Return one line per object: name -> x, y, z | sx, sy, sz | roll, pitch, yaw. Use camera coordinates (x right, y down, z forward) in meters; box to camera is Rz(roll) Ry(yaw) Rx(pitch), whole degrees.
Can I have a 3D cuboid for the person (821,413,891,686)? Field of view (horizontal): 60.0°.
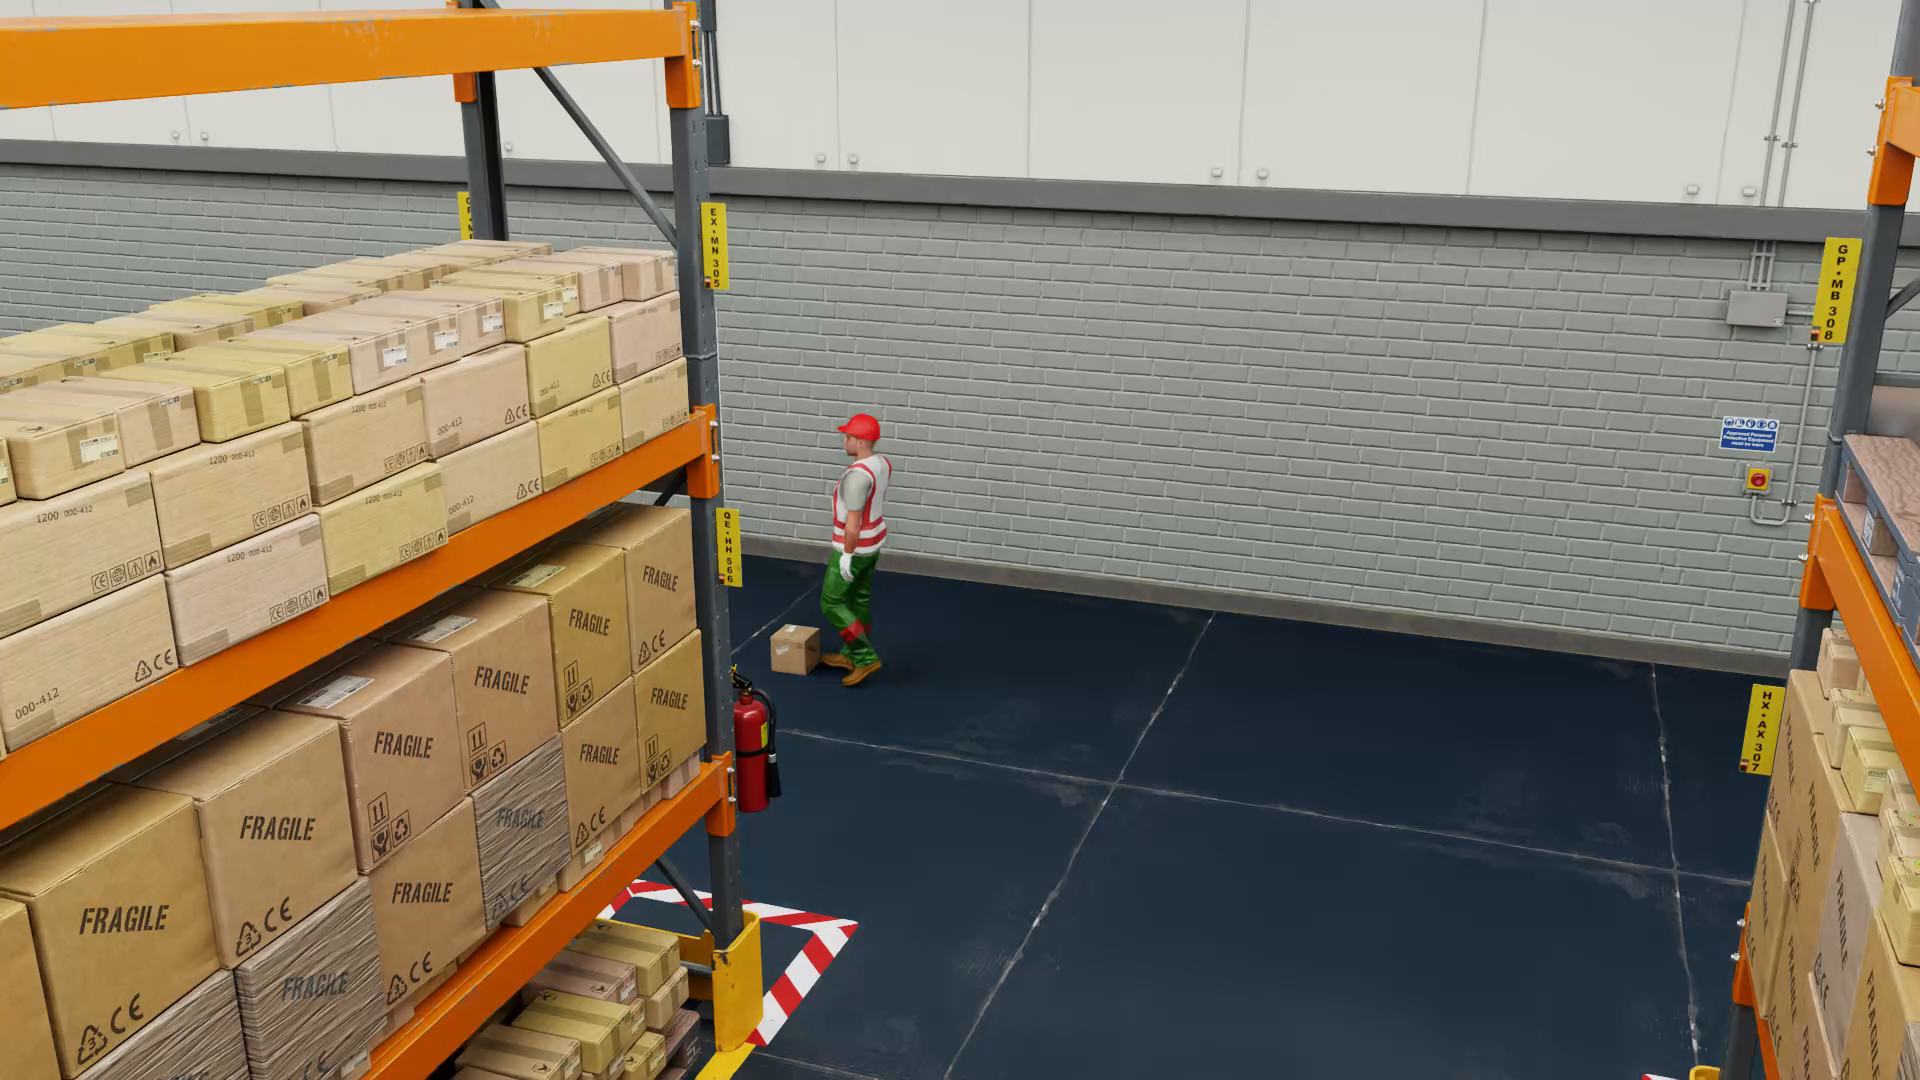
person -> -0.719, 0.049, 10.850 | 0.532, 1.800, 0.550 | 7, 20, 19
